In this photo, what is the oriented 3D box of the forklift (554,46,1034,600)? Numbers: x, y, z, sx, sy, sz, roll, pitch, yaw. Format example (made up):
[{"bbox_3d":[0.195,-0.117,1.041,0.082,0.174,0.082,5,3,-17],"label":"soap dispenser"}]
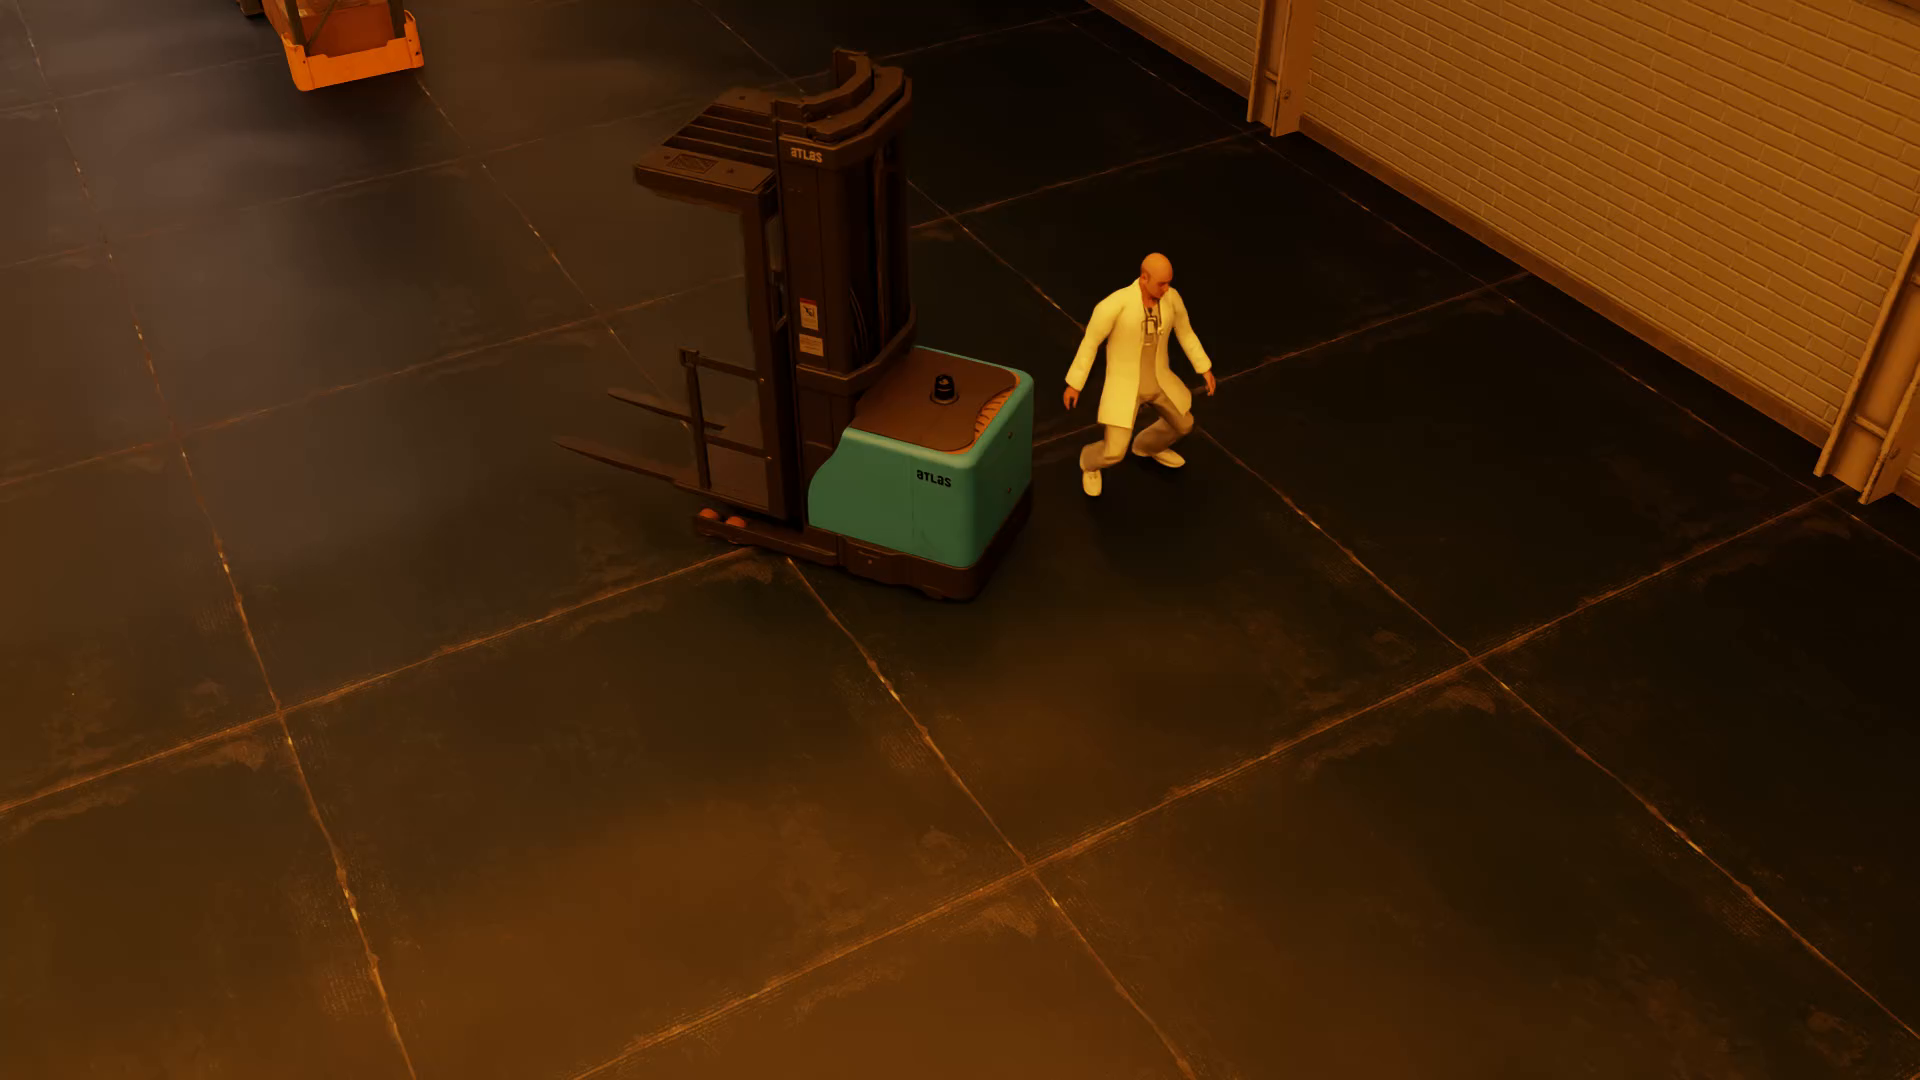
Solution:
[{"bbox_3d":[-1.109,-1.396,9.719,3.031,2.935,1.130,16,42,18],"label":"forklift"}]

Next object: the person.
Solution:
[{"bbox_3d":[1.097,-1.009,10.225,0.963,1.631,0.596,-14,42,-17],"label":"person"}]
